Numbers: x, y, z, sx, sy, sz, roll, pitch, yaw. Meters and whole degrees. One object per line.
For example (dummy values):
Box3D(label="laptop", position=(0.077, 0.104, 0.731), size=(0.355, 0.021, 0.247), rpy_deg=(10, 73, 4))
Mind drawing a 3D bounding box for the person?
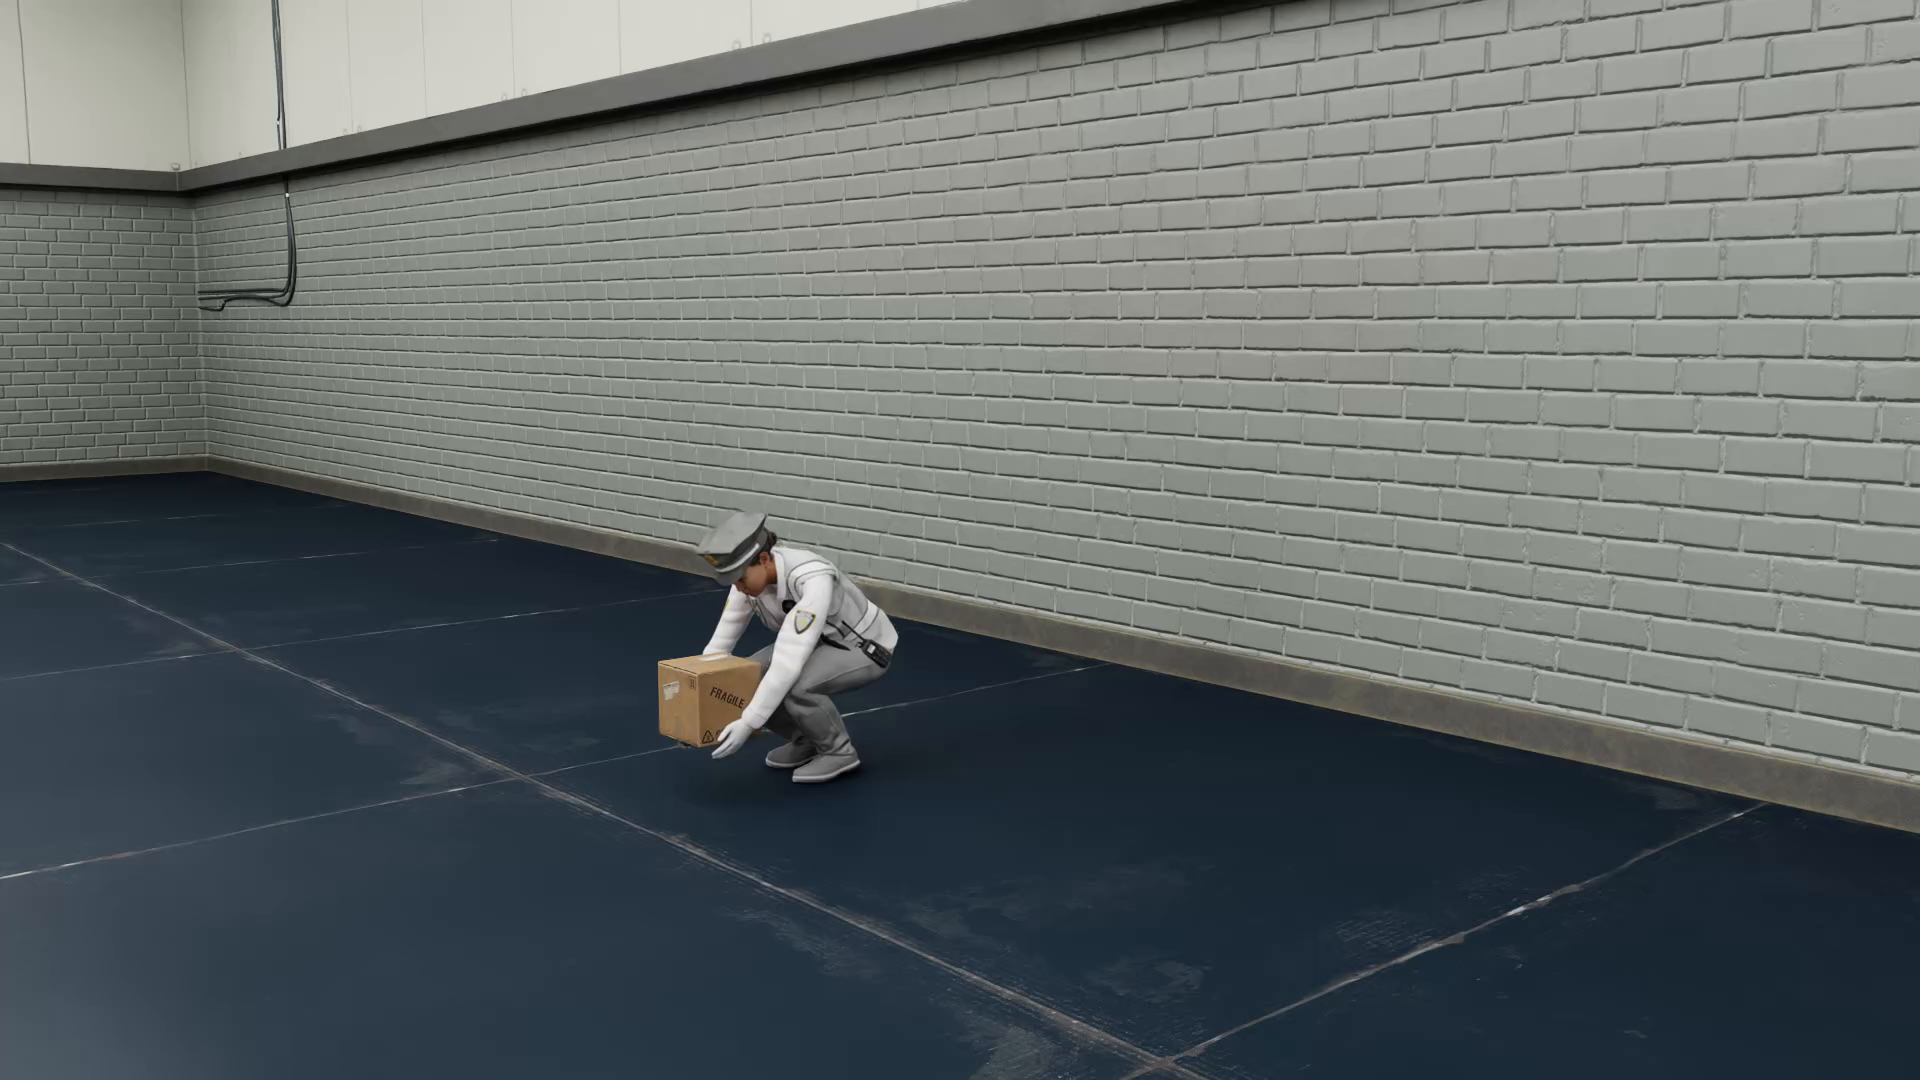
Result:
Box3D(label="person", position=(-0.583, 0.359, 5.793), size=(0.819, 0.961, 0.504), rpy_deg=(-7, 10, -41))
